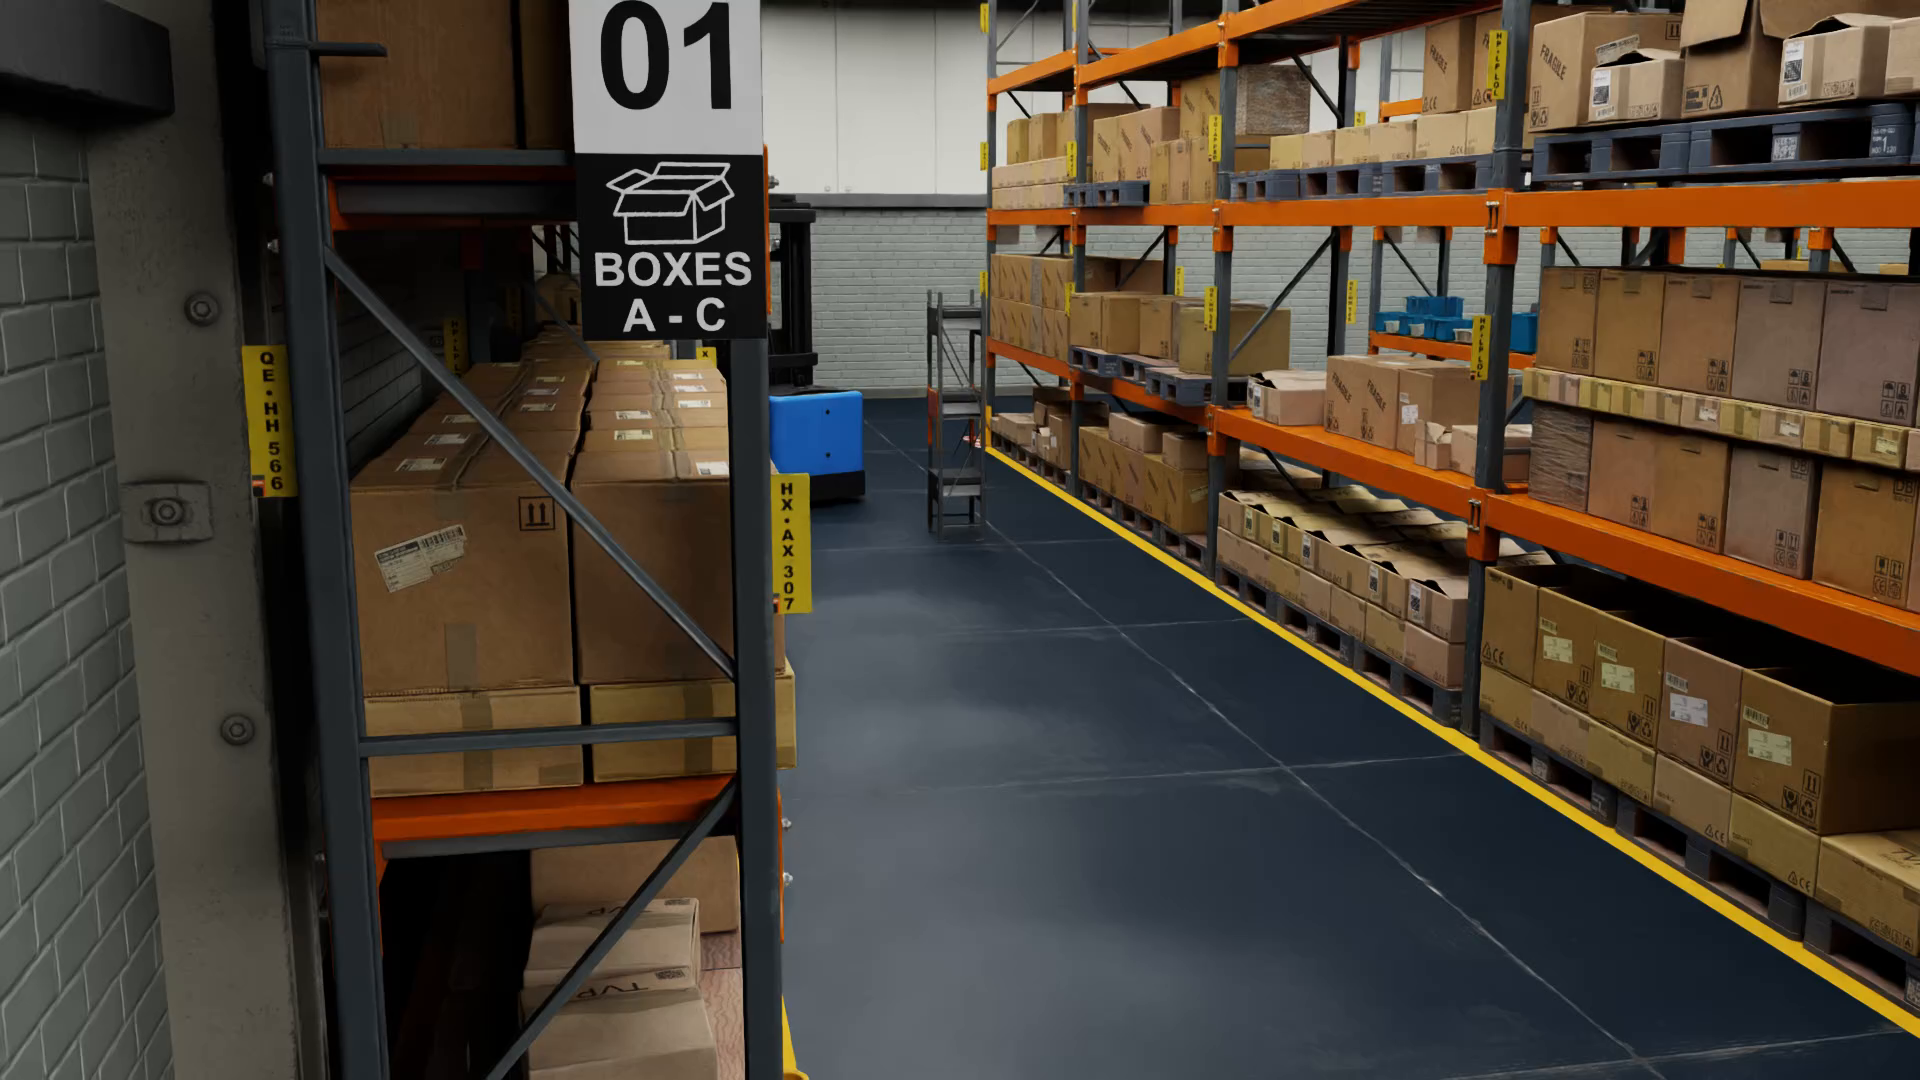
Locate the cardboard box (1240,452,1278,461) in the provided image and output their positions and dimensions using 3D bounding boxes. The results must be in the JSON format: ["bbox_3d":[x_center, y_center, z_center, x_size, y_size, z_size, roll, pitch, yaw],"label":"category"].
[{"bbox_3d":[2.370,-0.464,14.120,0.500,0.500,0.500,-2,11,-12],"label":"cardboard box"}]

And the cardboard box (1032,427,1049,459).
[{"bbox_3d":[1.065,-1.054,17.728,0.500,0.311,0.500,-2,11,-11],"label":"cardboard box"}]

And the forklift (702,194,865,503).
[{"bbox_3d":[-2.217,-1.977,16.746,1.130,2.935,3.031,-8,14,-37],"label":"forklift"}]

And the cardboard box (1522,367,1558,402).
[{"bbox_3d":[3.018,-0.772,8.226,0.380,0.149,0.250,-2,11,-11],"label":"cardboard box"}]

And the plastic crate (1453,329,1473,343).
[{"bbox_3d":[5.826,-2.315,18.883,0.293,0.136,0.466,-2,11,-11],"label":"plastic crate"}]

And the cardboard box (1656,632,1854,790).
[{"bbox_3d":[3.233,0.687,6.788,0.500,0.500,0.500,-2,11,-11],"label":"cardboard box"}]

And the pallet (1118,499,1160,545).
[{"bbox_3d":[2.036,-0.185,14.607,1.003,0.211,1.213,-2,11,-11],"label":"pallet"}]

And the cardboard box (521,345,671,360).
[{"bbox_3d":[-1.870,-0.742,8.628,0.700,0.500,0.500,-1,11,-5],"label":"cardboard box"}]

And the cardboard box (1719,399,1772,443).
[{"bbox_3d":[3.323,-0.488,6.734,0.380,0.149,0.250,-2,11,-11],"label":"cardboard box"}]

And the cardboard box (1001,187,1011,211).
[{"bbox_3d":[0.757,-3.865,18.861,0.500,0.250,0.500,-2,11,-11],"label":"cardboard box"}]

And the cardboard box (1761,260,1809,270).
[{"bbox_3d":[10.466,-3.272,20.964,0.500,0.500,0.500,-2,11,-12],"label":"cardboard box"}]

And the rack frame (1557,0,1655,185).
[{"bbox_3d":[6.459,-5.054,16.682,1.000,3.000,0.127,-2,11,-11],"label":"rack frame"}]

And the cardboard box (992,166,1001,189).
[{"bbox_3d":[0.666,-4.203,19.297,0.500,0.250,0.500,-2,11,-11],"label":"cardboard box"}]

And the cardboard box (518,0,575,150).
[{"bbox_3d":[-0.744,-1.149,3.866,0.500,0.500,0.500,-2,11,-10],"label":"cardboard box"}]

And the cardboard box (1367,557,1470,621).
[{"bbox_3d":[2.688,0.250,9.593,0.500,0.311,0.500,-2,11,-9],"label":"cardboard box"}]

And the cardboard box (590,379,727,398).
[{"bbox_3d":[-1.117,-0.324,6.220,0.500,0.500,0.500,-2,11,-13],"label":"cardboard box"}]

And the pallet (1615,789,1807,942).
[{"bbox_3d":[3.510,1.281,6.900,1.003,0.211,1.213,-2,11,-11],"label":"pallet"}]

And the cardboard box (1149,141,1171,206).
[{"bbox_3d":[2.060,-2.984,13.563,0.910,0.500,0.500,-2,11,-11],"label":"cardboard box"}]

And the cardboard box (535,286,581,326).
[{"bbox_3d":[-2.823,-1.660,11.774,0.500,0.250,0.500,-2,11,-9],"label":"cardboard box"}]

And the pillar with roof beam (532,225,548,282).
[{"bbox_3d":[-1.187,-6.048,21.903,9.100,9.000,0.400,-2,11,-11],"label":"pillar with roof beam"}]

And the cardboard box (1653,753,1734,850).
[{"bbox_3d":[3.236,1.056,6.859,0.500,0.250,0.500,-2,11,-11],"label":"cardboard box"}]

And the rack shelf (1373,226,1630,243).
[{"bbox_3d":[6.070,-3.594,18.957,1.077,0.370,4.000,-2,11,-11],"label":"rack shelf"}]

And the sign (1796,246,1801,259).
[{"bbox_3d":[11.075,-3.723,22.004,0.100,0.325,0.005,-2,11,-11],"label":"sign"}]

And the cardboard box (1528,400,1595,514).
[{"bbox_3d":[3.248,-0.428,8.156,0.700,0.500,0.500,-2,11,-12],"label":"cardboard box"}]

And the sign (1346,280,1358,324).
[{"bbox_3d":[2.922,-1.783,12.447,0.100,0.325,0.005,-2,11,-11],"label":"sign"}]

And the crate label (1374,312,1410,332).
[{"bbox_3d":[5.406,-2.730,20.807,0.416,0.233,0.303,-2,11,-11],"label":"crate label"}]

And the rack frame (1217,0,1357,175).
[{"bbox_3d":[2.378,-4.141,11.885,1.000,3.000,0.127,-2,11,-11],"label":"rack frame"}]

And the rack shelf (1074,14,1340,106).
[{"bbox_3d":[1.989,-3.958,13.917,1.077,0.370,4.000,-2,11,-11],"label":"rack shelf"}]

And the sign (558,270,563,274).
[{"bbox_3d":[-4.582,-2.925,19.016,0.100,0.325,0.005,-2,11,-11],"label":"sign"}]

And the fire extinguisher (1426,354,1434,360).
[{"bbox_3d":[6.098,-2.663,21.372,0.296,0.674,0.183,-2,11,-11],"label":"fire extinguisher"}]

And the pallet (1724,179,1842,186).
[{"bbox_3d":[7.184,-2.898,13.882,1.003,0.211,1.213,-2,11,-11],"label":"pallet"}]

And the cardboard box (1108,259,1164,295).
[{"bbox_3d":[1.784,-2.564,16.706,0.500,0.500,0.500,-2,11,-10],"label":"cardboard box"}]

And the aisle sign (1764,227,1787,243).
[{"bbox_3d":[10.820,-4.322,21.928,0.394,0.787,0.004,-2,11,-11],"label":"aisle sign"}]

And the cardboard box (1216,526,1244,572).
[{"bbox_3d":[2.192,0.057,12.103,0.500,0.250,0.500,-2,11,-11],"label":"cardboard box"}]

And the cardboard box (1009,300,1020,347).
[{"bbox_3d":[0.850,-2.433,18.687,0.500,0.500,0.500,-2,11,-11],"label":"cardboard box"}]

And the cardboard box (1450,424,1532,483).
[{"bbox_3d":[3.017,-0.475,9.072,0.500,0.250,0.500,-1,11,-7],"label":"cardboard box"}]

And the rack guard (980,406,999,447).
[{"bbox_3d":[0.837,-1.419,20.315,1.175,0.500,0.348,-2,11,-11],"label":"rack guard"}]

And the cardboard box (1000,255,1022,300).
[{"bbox_3d":[0.759,-3.015,19.072,0.500,0.500,0.500,-2,11,-10],"label":"cardboard box"}]

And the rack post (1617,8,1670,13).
[{"bbox_3d":[6.592,-4.861,15.872,0.937,0.300,0.954,-2,11,-12],"label":"rack post"}]

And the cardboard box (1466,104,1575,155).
[{"bbox_3d":[3.045,-2.180,8.882,0.500,0.250,0.500,-1,11,-5],"label":"cardboard box"}]

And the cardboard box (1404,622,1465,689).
[{"bbox_3d":[2.791,0.619,9.154,0.500,0.250,0.500,-2,11,-12],"label":"cardboard box"}]

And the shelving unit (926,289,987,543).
[{"bbox_3d":[-0.032,-1.062,14.160,0.431,2.100,0.503,-2,11,-11],"label":"shelving unit"}]

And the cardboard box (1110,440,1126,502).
[{"bbox_3d":[1.659,-0.629,14.986,0.500,0.500,0.500,-2,11,-10],"label":"cardboard box"}]

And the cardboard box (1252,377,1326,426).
[{"bbox_3d":[2.362,-0.979,11.556,0.500,0.311,0.500,-2,11,-12],"label":"cardboard box"}]

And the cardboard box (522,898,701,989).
[{"bbox_3d":[-1.082,1.324,5.231,0.500,0.311,0.500,-1,11,-6],"label":"cardboard box"}]

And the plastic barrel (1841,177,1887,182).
[{"bbox_3d":[6.997,-2.834,12.740,0.421,0.512,0.421,0,11,0],"label":"plastic barrel"}]

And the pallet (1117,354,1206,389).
[{"bbox_3d":[1.995,-1.456,14.337,1.003,0.211,1.213,-2,11,-11],"label":"pallet"}]

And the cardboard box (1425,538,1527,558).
[{"bbox_3d":[3.126,0.137,10.185,0.500,0.311,0.500,-2,11,-13],"label":"cardboard box"}]

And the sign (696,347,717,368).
[{"bbox_3d":[-1.172,-0.726,7.672,0.100,0.325,0.005,-2,11,-11],"label":"sign"}]

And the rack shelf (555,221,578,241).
[{"bbox_3d":[-3.647,-3.234,17.064,1.077,0.370,4.000,-2,11,-11],"label":"rack shelf"}]

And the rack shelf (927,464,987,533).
[{"bbox_3d":[-0.032,-0.361,14.293,0.431,0.518,0.480,-2,11,-11],"label":"rack shelf"}]

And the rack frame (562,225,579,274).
[{"bbox_3d":[-4.036,-2.480,19.205,1.000,3.000,0.127,-2,11,-11],"label":"rack frame"}]

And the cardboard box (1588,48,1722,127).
[{"bbox_3d":[3.100,-1.964,7.211,0.500,0.311,0.500,-3,11,-14],"label":"cardboard box"}]

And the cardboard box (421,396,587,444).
[{"bbox_3d":[-1.516,-0.209,5.612,0.500,0.500,0.500,-2,11,-10],"label":"cardboard box"}]

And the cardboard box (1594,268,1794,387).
[{"bbox_3d":[3.348,-0.973,7.548,0.700,0.500,0.500,-2,11,-11],"label":"cardboard box"}]

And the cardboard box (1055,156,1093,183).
[{"bbox_3d":[1.239,-3.652,16.404,0.500,0.250,0.500,-2,11,-11],"label":"cardboard box"}]

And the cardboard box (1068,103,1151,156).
[{"bbox_3d":[1.468,-4.029,16.379,0.700,0.500,0.500,-2,11,-11],"label":"cardboard box"}]
